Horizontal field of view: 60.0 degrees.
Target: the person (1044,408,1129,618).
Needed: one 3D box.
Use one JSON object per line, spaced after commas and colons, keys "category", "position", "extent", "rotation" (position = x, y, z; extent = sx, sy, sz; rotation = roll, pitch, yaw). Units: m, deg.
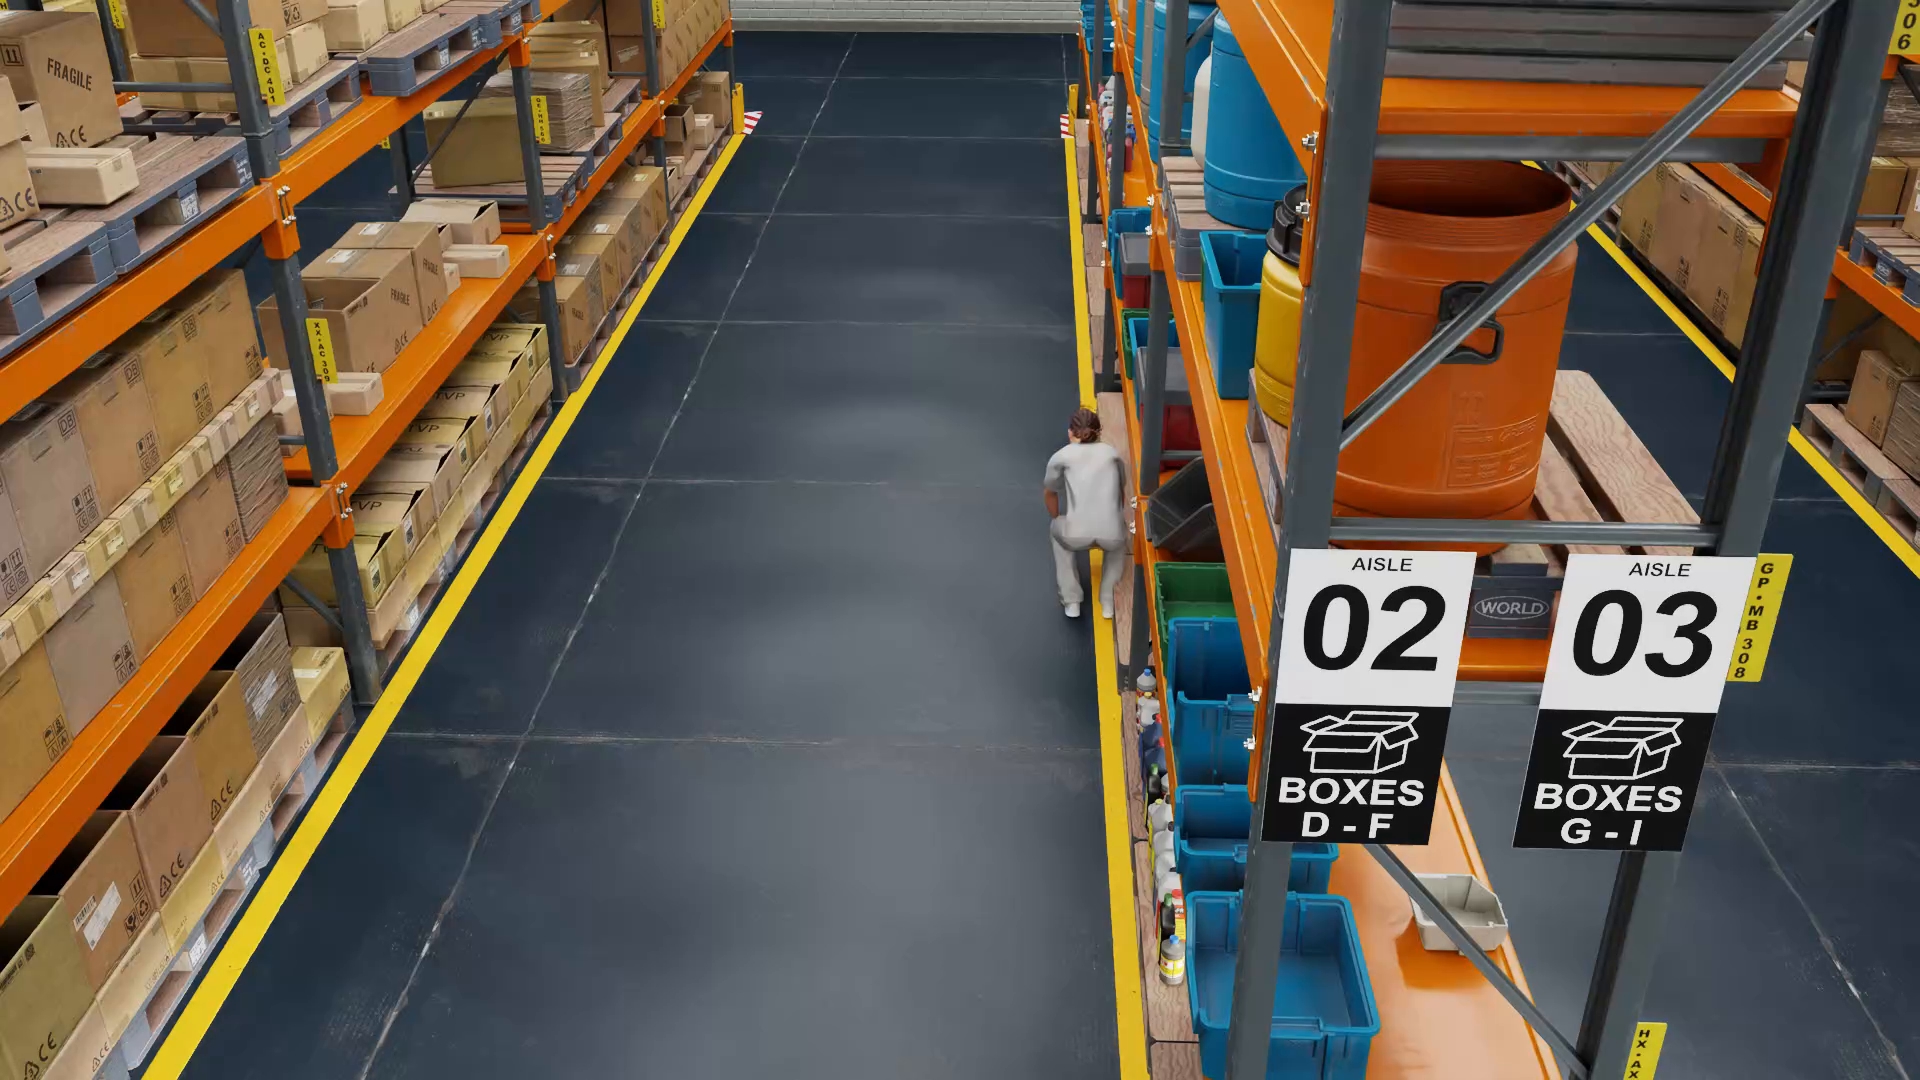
{"category": "person", "position": [0.724, -0.135, 9.499], "extent": [0.495, 1.092, 0.753], "rotation": [1, 28, 2]}
